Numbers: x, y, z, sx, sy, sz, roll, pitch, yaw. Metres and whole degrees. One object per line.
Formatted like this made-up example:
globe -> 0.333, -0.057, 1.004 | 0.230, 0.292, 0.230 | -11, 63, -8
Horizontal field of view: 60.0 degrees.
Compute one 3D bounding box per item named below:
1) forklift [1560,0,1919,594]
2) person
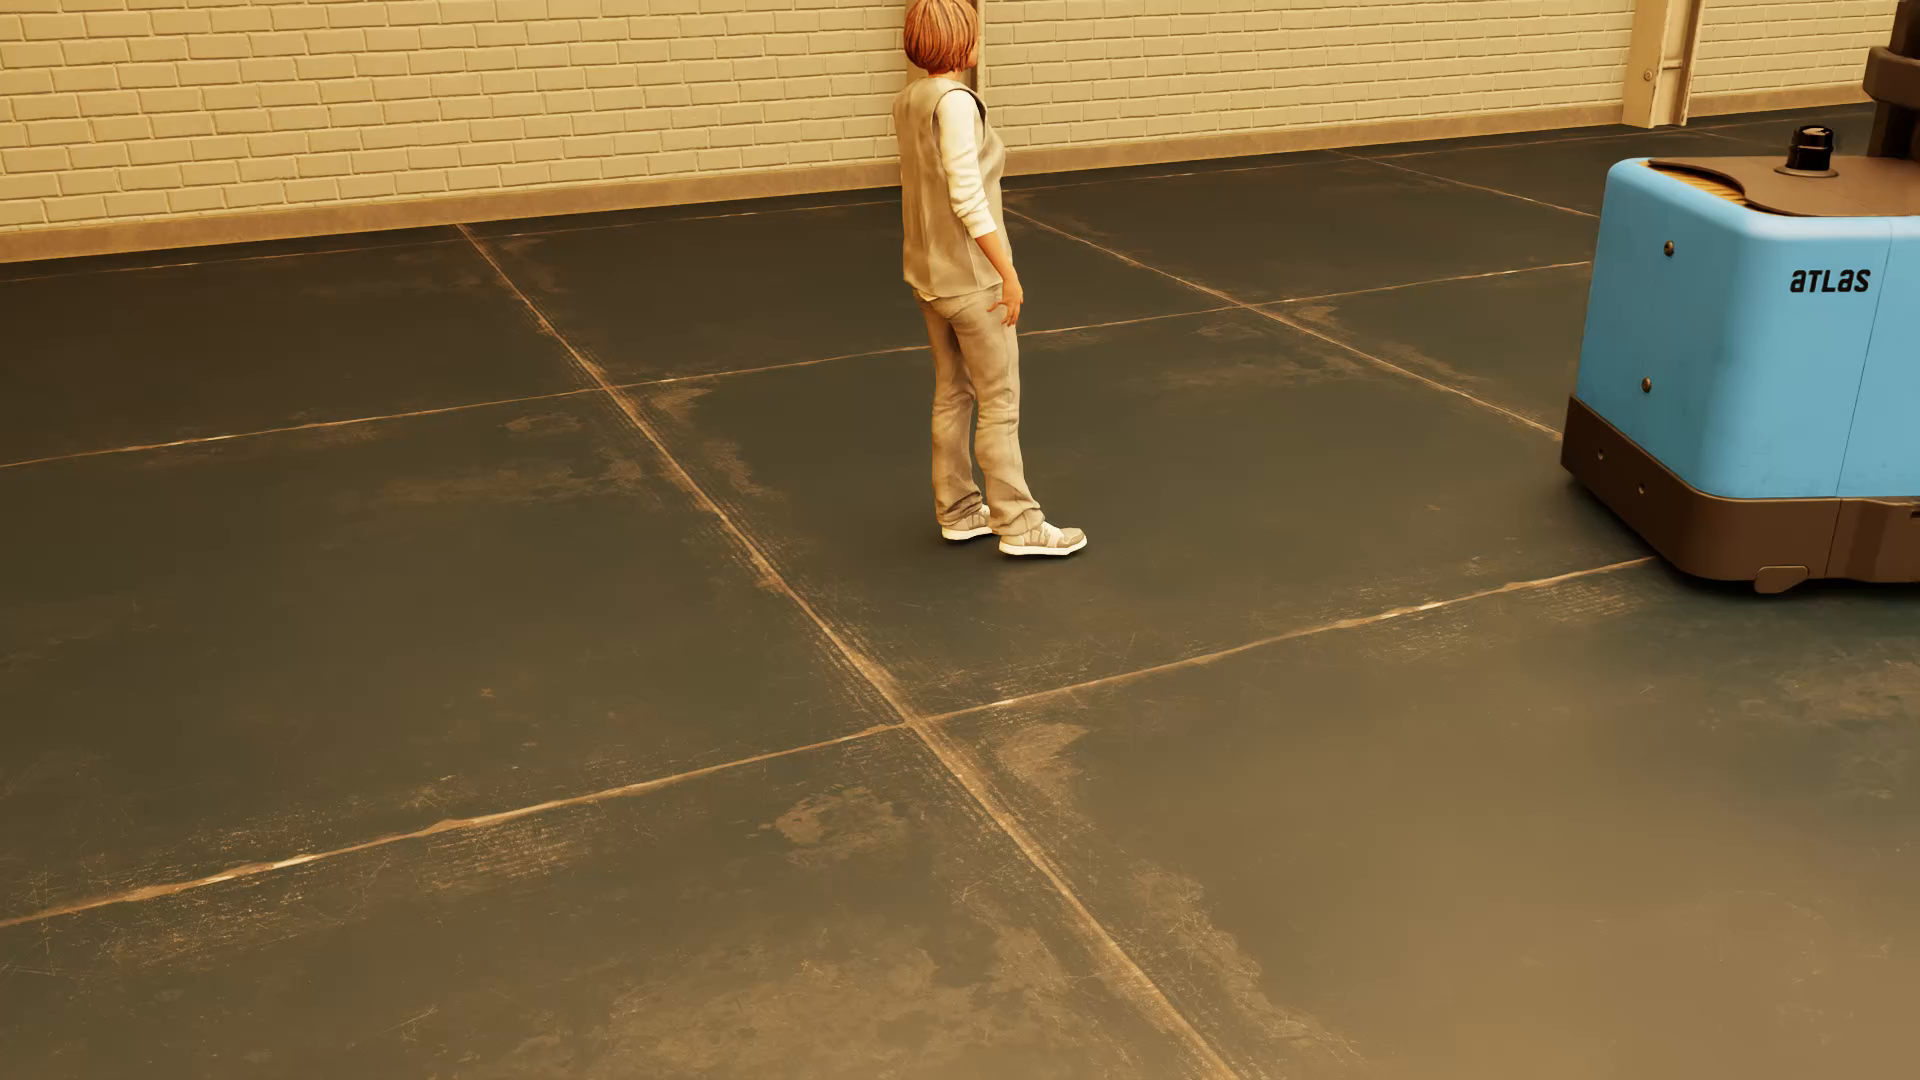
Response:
forklift -> 3.528, -1.400, 4.656 | 3.031, 2.935, 1.130 | -1, 23, -3
person -> 0.074, -0.751, 4.815 | 0.473, 1.599, 0.521 | -10, 25, -23
